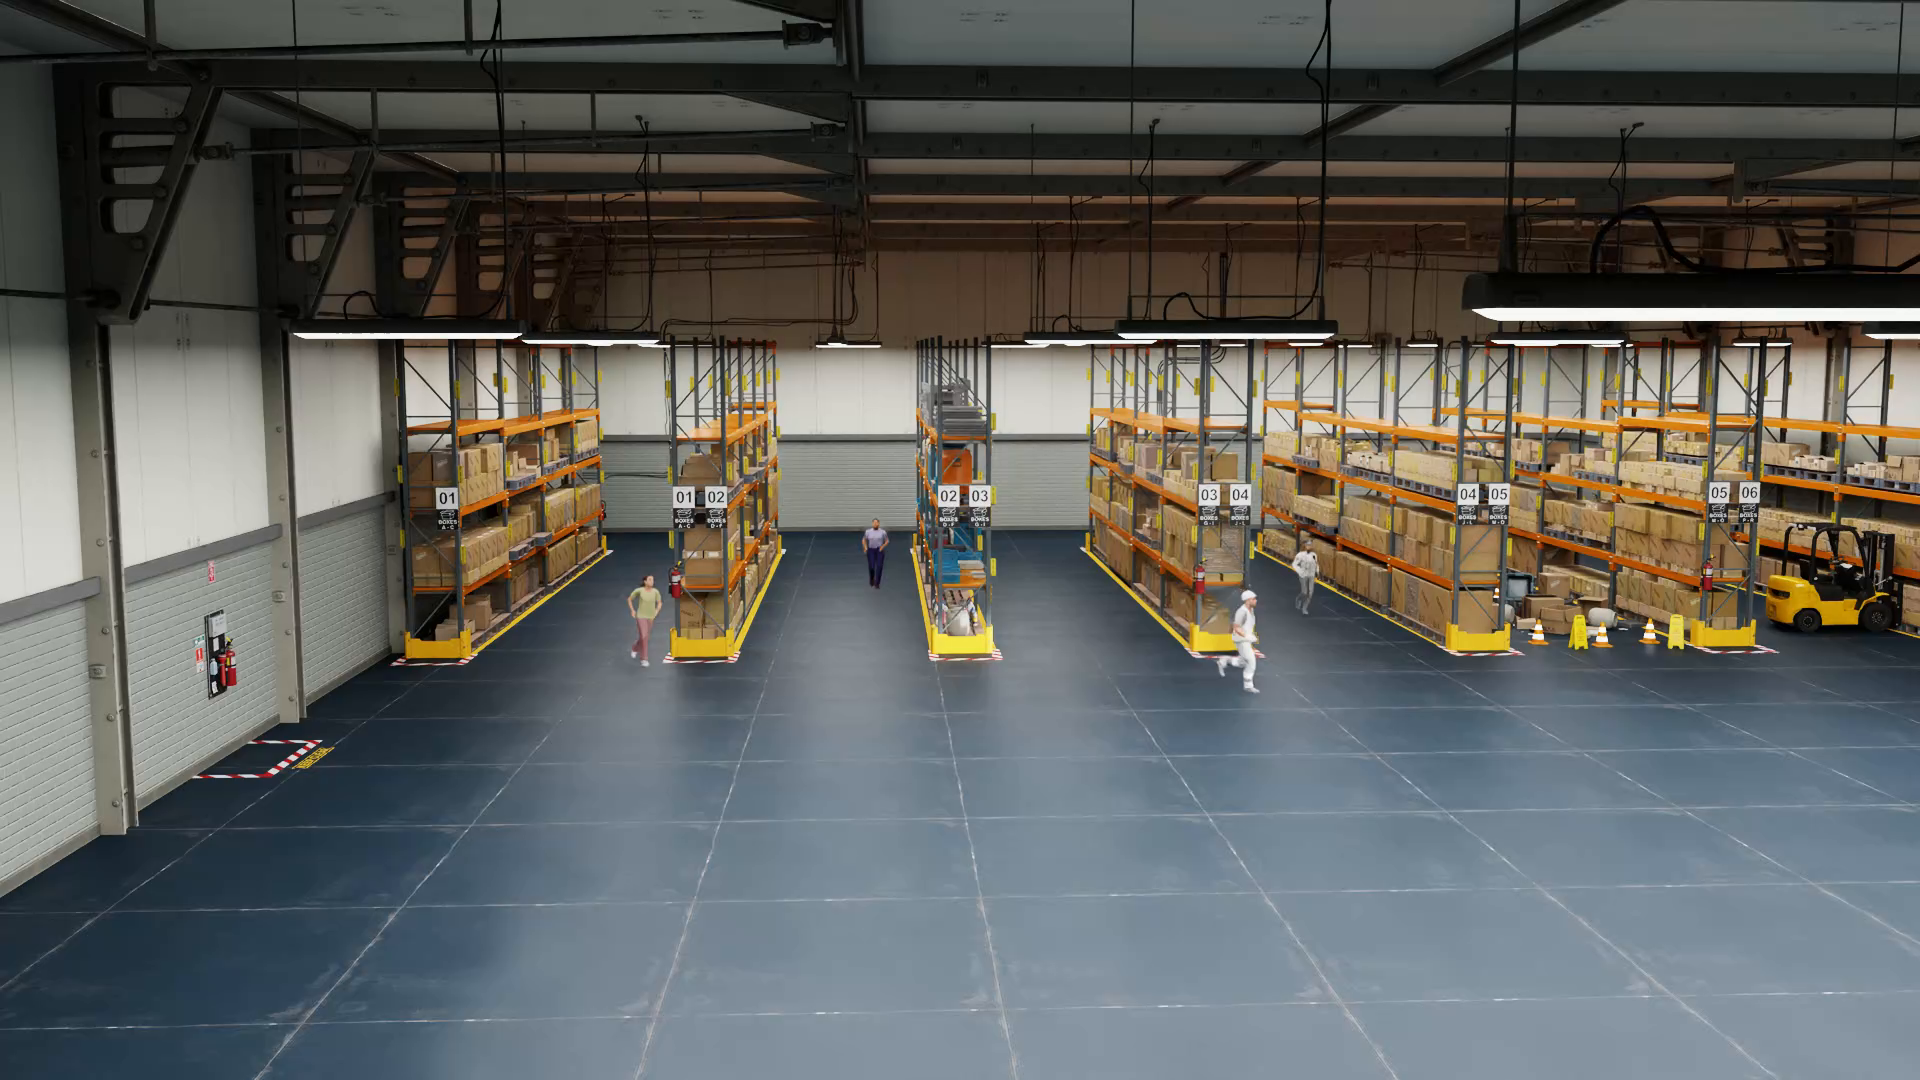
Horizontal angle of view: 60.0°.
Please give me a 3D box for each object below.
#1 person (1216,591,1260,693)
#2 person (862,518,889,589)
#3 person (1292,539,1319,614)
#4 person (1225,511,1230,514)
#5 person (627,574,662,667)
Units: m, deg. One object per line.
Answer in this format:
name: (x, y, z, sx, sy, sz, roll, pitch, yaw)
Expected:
person: (4.688, 1.705, 28.007, 0.760, 1.749, 0.685, 3, 7, 22)
person: (-1.932, 0.314, 38.151, 0.615, 1.615, 0.500, 0, 6, -3)
person: (7.553, 0.795, 36.182, 0.595, 1.652, 0.539, -2, 7, -13)
person: (7.560, -0.553, 48.534, 0.520, 1.539, 0.769, -4, 8, -34)
person: (-5.778, 1.447, 30.594, 0.603, 1.669, 0.785, -4, 8, -35)
